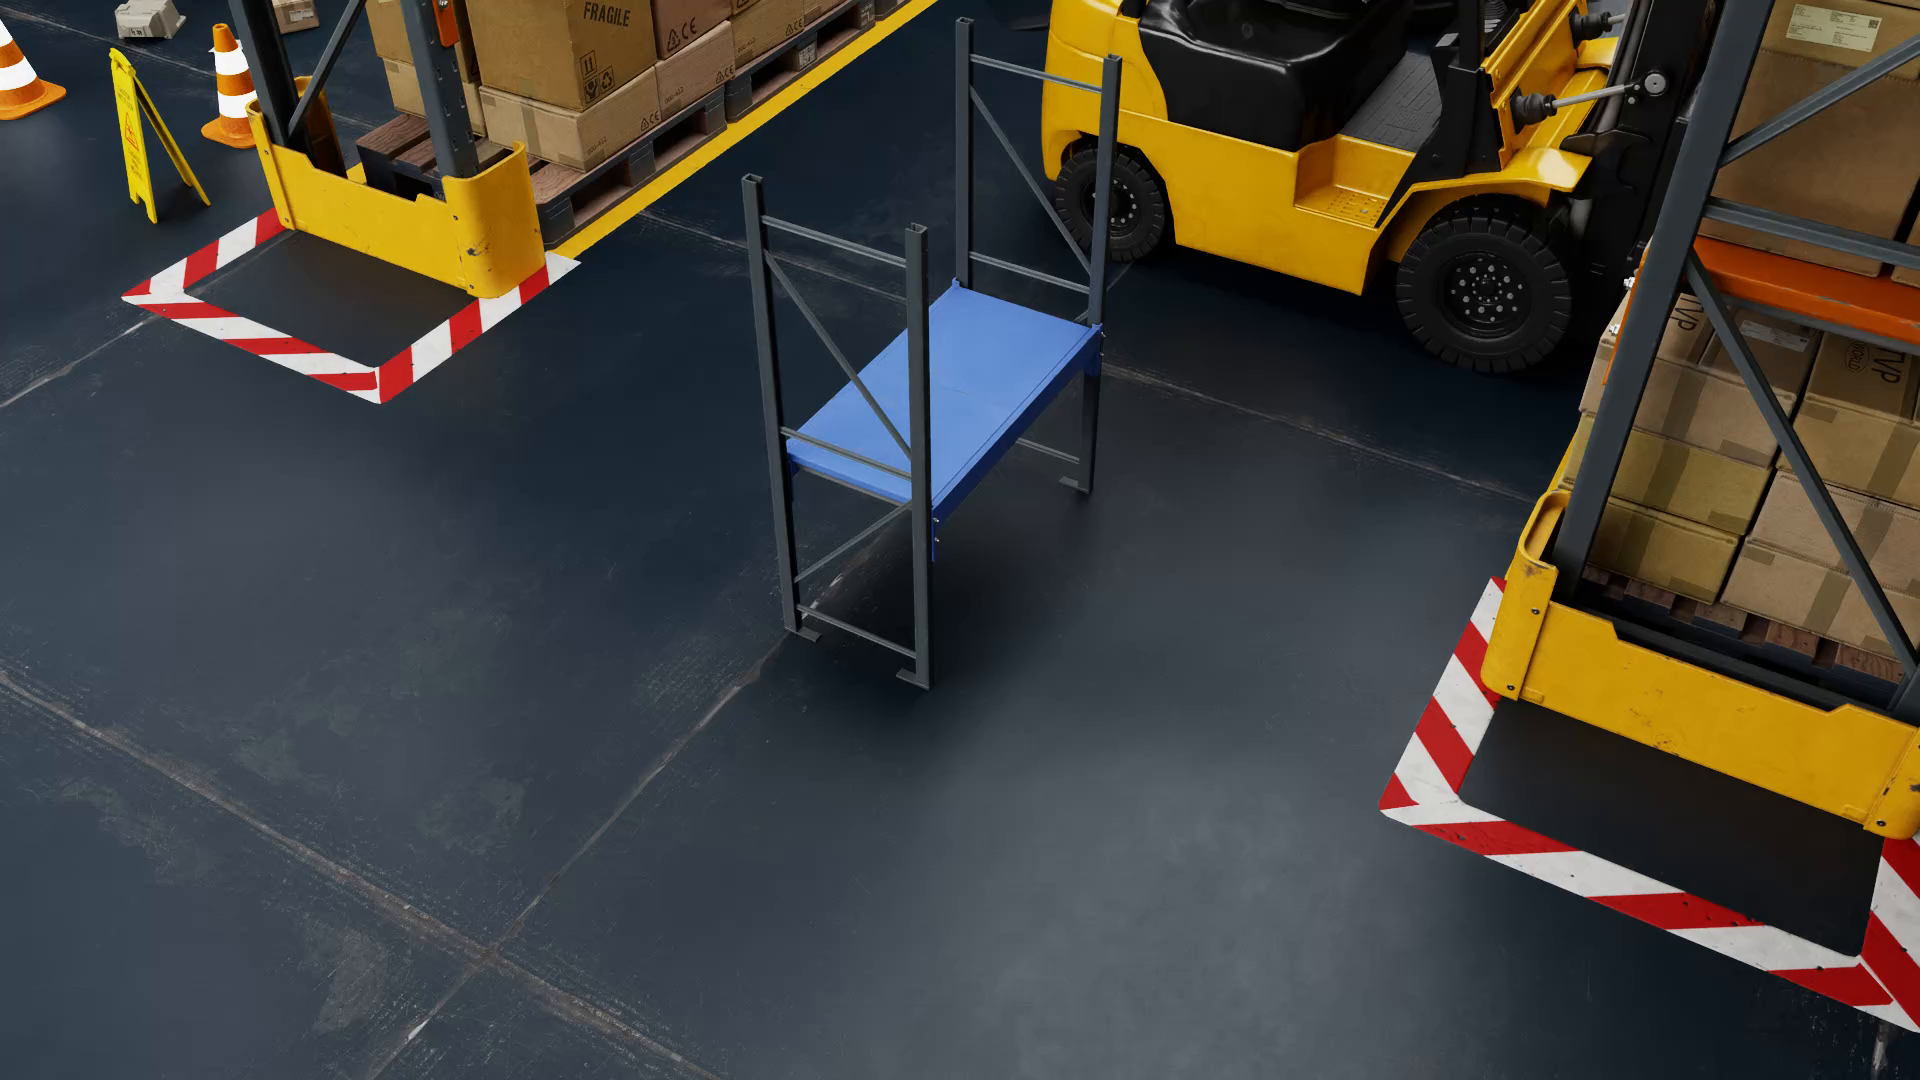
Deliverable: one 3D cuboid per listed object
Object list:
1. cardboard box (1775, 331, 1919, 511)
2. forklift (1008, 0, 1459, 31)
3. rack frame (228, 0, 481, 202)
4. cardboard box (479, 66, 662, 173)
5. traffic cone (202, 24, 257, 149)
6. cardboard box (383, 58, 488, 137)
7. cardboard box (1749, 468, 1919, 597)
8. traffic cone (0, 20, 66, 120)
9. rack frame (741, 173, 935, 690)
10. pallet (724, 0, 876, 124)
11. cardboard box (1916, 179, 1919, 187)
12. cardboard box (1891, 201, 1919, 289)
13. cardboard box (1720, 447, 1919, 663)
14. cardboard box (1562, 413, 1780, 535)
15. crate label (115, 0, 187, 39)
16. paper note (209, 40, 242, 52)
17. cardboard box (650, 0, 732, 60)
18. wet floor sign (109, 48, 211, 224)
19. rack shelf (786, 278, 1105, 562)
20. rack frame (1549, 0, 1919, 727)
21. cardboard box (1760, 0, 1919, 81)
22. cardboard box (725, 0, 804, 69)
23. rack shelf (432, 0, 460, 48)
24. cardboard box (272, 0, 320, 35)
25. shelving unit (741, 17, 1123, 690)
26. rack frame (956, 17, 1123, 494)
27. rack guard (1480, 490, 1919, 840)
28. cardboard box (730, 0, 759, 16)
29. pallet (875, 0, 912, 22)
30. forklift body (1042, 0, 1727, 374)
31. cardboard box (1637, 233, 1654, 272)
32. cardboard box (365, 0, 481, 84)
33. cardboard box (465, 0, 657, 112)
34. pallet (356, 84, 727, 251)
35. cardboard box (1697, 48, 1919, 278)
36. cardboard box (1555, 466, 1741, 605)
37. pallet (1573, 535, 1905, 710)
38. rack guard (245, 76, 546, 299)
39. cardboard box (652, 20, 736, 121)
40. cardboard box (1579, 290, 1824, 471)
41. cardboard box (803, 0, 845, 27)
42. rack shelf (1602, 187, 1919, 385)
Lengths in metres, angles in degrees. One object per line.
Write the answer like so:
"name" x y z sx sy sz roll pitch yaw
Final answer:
"cardboard box" 2.487 -0.343 4.376 0.500 0.250 0.500 20 45 21
"forklift" 1.586 -3.751 7.292 3.031 2.935 1.130 -11 43 -13
"rack frame" -2.217 -2.269 5.557 1.000 3.000 0.127 21 45 22
"cardboard box" -1.574 -1.765 6.747 0.500 0.250 0.500 21 45 22
"traffic cone" -3.119 -1.989 7.159 0.336 0.463 0.334 21 45 22
"cardboard box" -2.034 -1.960 6.969 0.500 0.250 0.500 21 45 22
"cardboard box" 2.497 -0.143 4.527 0.500 0.250 0.500 22 46 23
"traffic cone" -4.250 -2.162 7.355 0.336 0.463 0.334 21 45 22
"rack frame" -0.297 -0.223 4.369 0.500 1.500 0.032 21 45 22
"pallet" -1.131 -2.414 7.832 1.003 0.211 1.213 21 45 22
"cardboard box" 2.812 -1.164 4.226 0.500 0.500 0.500 22 46 23
"cardboard box" 2.571 -0.858 3.880 0.500 0.500 0.500 22 46 23
"cardboard box" 2.497 0.029 4.711 0.500 0.250 0.500 21 46 22
"cardboard box" 2.055 -0.325 4.733 0.500 0.250 0.500 20 45 22
"crate label" -3.910 -2.510 7.997 0.250 0.136 0.298 0 41 0
"paper note" -3.468 -2.354 7.900 0.148 0.019 0.142 7 42 8
"cardboard box" -1.305 -2.360 6.856 0.500 0.500 0.500 19 45 21
"wet floor sign" -3.239 -1.630 6.613 0.232 0.644 0.267 -29 49 -29
"rack shelf" -0.043 -0.379 4.818 0.538 0.185 1.000 21 45 22
"rack frame" 2.082 -0.629 3.695 1.000 3.000 0.127 21 45 22
"cardboard box" 2.013 -1.201 3.778 0.380 0.149 0.250 22 46 23
"cardboard box" -1.050 -2.371 7.435 0.500 0.250 0.500 24 47 25
"rack shelf" -1.216 -3.143 7.094 1.077 0.370 4.000 21 45 22
"cardboard box" -3.311 -2.617 8.109 0.250 0.149 0.380 -21 45 -22
"shelving unit" -0.043 -0.514 4.699 0.538 1.500 1.048 21 45 22
"rack frame" 0.212 -0.805 5.029 0.500 1.500 0.032 21 45 22
"rack guard" 2.070 0.322 4.506 1.175 0.500 0.348 21 45 22
"cardboard box" -1.047 -2.645 7.179 0.500 0.500 0.500 22 46 23
"pallet" -0.521 -3.115 8.628 1.003 0.211 1.213 21 45 22
"forklift body" 1.452 -1.999 5.893 2.313 2.155 1.214 21 45 22
"cardboard box" 2.293 -0.791 4.885 0.500 0.250 0.500 22 46 23
"cardboard box" -2.042 -2.221 6.697 0.500 0.500 0.500 21 46 22
"cardboard box" -1.563 -2.060 6.515 0.500 0.500 0.500 19 45 21
"pallet" -1.742 -1.719 7.042 1.003 0.211 1.213 21 45 22
"cardboard box" 2.101 -1.035 4.080 0.500 0.500 0.500 20 45 21
"cardboard box" 2.044 -0.128 4.889 0.500 0.250 0.500 21 46 22
"pallet" 2.429 -0.034 5.129 1.003 0.211 1.213 21 45 22
"rack guard" -2.179 -1.374 6.432 1.175 0.500 0.348 21 45 22
"cardboard box" -1.312 -2.054 7.076 0.500 0.250 0.500 23 46 24
"cardboard box" 2.043 -0.497 4.551 0.500 0.250 0.500 22 46 23
"cardboard box" -0.795 -2.659 7.762 0.500 0.250 0.500 22 46 23
"rack shelf" 3.083 -1.504 5.232 1.077 0.370 4.000 21 45 22
